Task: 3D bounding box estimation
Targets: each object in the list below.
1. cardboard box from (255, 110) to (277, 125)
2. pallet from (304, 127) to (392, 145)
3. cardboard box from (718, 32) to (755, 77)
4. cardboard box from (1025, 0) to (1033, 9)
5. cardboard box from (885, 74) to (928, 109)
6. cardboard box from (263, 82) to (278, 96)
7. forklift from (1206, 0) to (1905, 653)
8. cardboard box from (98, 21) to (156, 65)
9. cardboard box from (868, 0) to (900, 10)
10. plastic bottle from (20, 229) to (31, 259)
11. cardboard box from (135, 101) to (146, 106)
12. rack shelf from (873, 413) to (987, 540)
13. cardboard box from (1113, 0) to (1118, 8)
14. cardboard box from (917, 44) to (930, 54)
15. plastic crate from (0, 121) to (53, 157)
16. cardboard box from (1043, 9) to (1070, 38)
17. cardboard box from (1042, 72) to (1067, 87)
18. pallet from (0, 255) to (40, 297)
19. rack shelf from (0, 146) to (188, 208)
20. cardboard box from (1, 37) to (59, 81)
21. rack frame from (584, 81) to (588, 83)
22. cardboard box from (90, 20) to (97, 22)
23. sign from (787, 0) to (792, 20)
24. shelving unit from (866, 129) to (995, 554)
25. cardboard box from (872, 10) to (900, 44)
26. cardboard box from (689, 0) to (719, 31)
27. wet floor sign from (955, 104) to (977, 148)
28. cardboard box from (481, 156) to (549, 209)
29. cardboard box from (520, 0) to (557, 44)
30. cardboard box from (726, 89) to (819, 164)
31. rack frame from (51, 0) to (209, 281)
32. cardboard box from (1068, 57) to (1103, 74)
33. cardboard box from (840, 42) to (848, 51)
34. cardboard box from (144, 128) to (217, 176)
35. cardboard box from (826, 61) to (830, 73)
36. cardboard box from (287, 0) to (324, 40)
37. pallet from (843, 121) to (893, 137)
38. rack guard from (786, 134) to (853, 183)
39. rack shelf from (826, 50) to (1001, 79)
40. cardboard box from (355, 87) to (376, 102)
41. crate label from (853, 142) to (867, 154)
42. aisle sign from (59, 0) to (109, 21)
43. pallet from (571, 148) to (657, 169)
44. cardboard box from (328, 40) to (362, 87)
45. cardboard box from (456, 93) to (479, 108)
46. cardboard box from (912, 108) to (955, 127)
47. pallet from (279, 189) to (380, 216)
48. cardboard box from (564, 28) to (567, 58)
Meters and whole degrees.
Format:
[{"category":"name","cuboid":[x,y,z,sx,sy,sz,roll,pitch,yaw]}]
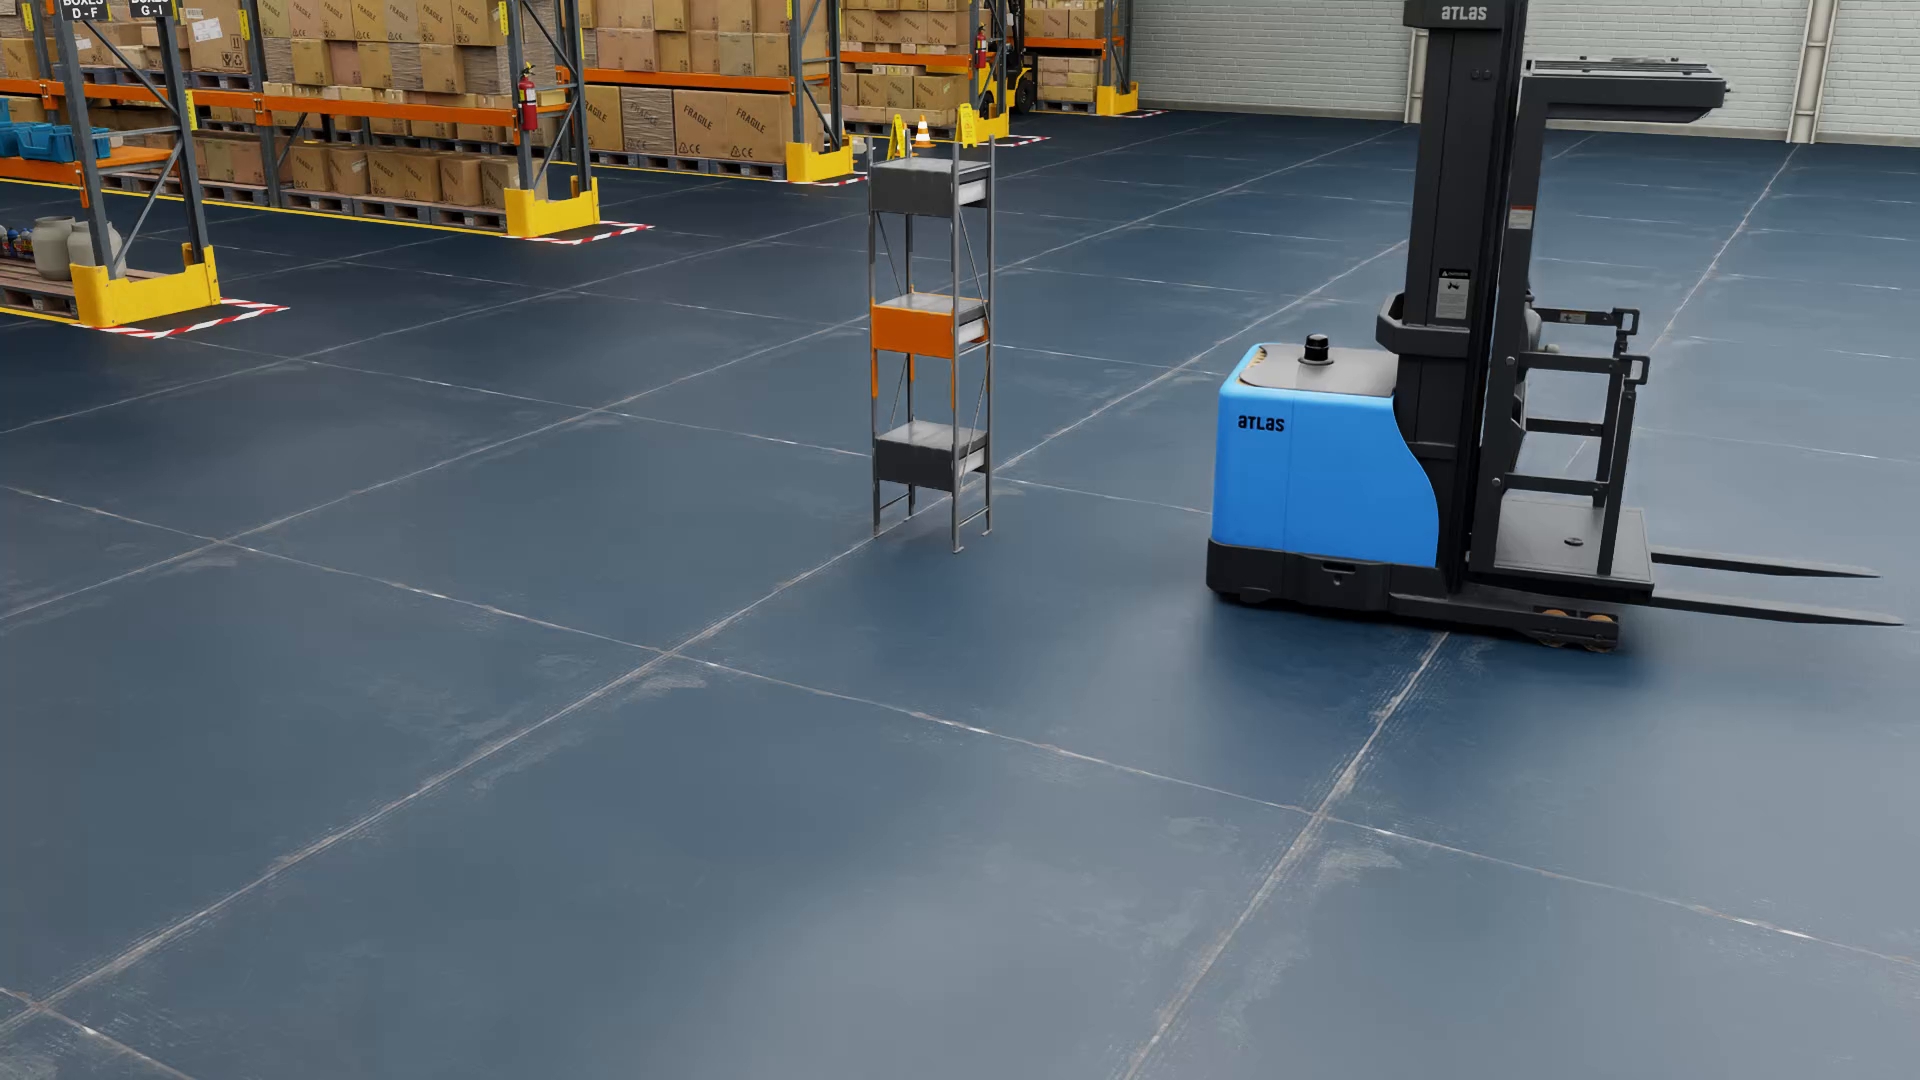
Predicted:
[{"category":"cardboard box","cuboid":[-10.922,-6.930,26.621,0.500,0.500,0.500,11,23,28]},{"category":"pallet","cuboid":[-9.553,-6.435,26.294,1.213,0.211,1.003,11,23,27]},{"category":"cardboard box","cuboid":[-2.725,-6.488,22.133,0.550,0.550,0.875,11,23,27]},{"category":"cardboard box","cuboid":[1.284,-9.786,30.345,0.250,0.149,0.380,11,23,28]},{"category":"cardboard box","cuboid":[-0.846,-7.174,26.560,0.500,0.500,0.500,12,23,29]},{"category":"cardboard box","cuboid":[-7.846,-5.247,19.299,0.250,0.149,0.380,11,23,27]},{"category":"forklift","cuboid":[2.767,-1.076,7.533,3.031,2.935,1.130,7,21,17]},{"category":"cardboard box","cuboid":[-10.352,-6.259,20.958,0.500,0.500,0.700,15,25,35]},{"category":"cardboard box","cuboid":[-1.048,-8.593,26.105,0.500,0.500,0.700,10,22,27]},{"category":"plastic bottle","cuboid":[-8.628,-2.743,15.383,0.097,0.271,0.097,0,20,0]},{"category":"cardboard box","cuboid":[-13.682,-7.423,28.059,0.250,0.149,0.380,11,23,29]},{"category":"rack shelf","cuboid":[-0.145,-0.344,8.826,0.480,0.518,0.431,11,23,27]},{"category":"cardboard box","cuboid":[2.686,-9.739,30.217,0.250,0.149,0.380,10,22,26]},{"category":"cardboard box","cuboid":[-0.481,-7.714,26.100,0.250,0.149,0.380,10,22,26]},{"category":"plastic crate","cuboid":[-7.957,-3.384,14.014,0.408,0.251,0.499,11,23,27]},{"category":"cardboard box","cuboid":[1.849,-9.393,30.215,0.500,0.500,0.500,12,23,29]},{"category":"cardboard box","cuboid":[1.846,-8.468,30.493,0.500,0.250,0.500,11,22,27]},{"category":"pallet","cuboid":[-8.667,-2.378,15.112,1.213,0.211,1.003,11,23,27]},{"category":"rack shelf","cuboid":[-8.556,-3.345,14.742,4.000,0.370,1.077,11,23,27]},{"category":"cardboard box","cuboid":[-11.931,-6.211,21.441,0.500,0.500,0.500,12,23,29]},{"category":"rack frame","cuboid":[-6.546,-9.106,29.568,0.127,3.000,1.000,11,23,27]},{"category":"cardboard box","cuboid":[-14.250,-8.726,27.939,0.500,0.500,0.500,10,22,26]},{"category":"sign","cuboid":[-2.165,-6.781,21.115,0.005,0.325,0.100,11,23,27]},{"category":"shelving unit","cuboid":[-0.145,-1.015,8.583,0.503,2.100,0.431,11,23,27]},{"category":"cardboard box","cuboid":[-1.040,-8.139,26.321,0.500,0.500,0.500,11,23,27]},{"category":"cardboard box","cuboid":[-3.141,-7.134,22.329,0.550,0.550,0.875,11,23,27]},{"category":"wet floor sign","cuboid":[0.082,-6.318,25.337,0.267,0.644,0.232,-16,26,-38]},{"category":"cardboard box","cuboid":[-4.932,-3.956,18.422,0.500,0.500,0.500,16,25,37]},{"category":"cardboard box","cuboid":[-4.742,-5.654,18.005,0.500,0.500,0.500,11,23,27]},{"category":"cardboard box","cuboid":[-2.512,-5.576,22.339,0.875,0.875,0.875,11,23,28]},{"category":"rack frame","cuboid":[-6.810,-3.350,13.703,0.127,3.000,1.000,11,23,27]},{"category":"cardboard box","cuboid":[2.301,-8.612,30.158,0.500,0.250,0.500,12,23,29]},{"category":"cardboard box","cuboid":[-1.823,-7.959,26.775,0.250,0.149,0.380,11,23,28]},{"category":"cardboard box","cuboid":[-9.796,-4.901,20.998,0.500,0.500,0.700,13,24,32]},{"category":"cardboard box","cuboid":[-2.141,-7.701,27.061,0.250,0.149,0.380,12,23,29]},{"category":"cardboard box","cuboid":[-7.181,-5.914,18.720,0.500,0.500,0.500,11,23,27]},{"category":"pallet","cuboid":[-1.381,-6.826,27.373,1.213,0.211,1.003,11,23,27]},{"category":"rack guard","cuboid":[-1.867,-5.106,22.207,0.348,0.500,1.175,11,23,27]},{"category":"rack shelf","cuboid":[-1.308,-7.770,26.940,4.000,0.370,1.077,11,23,27]},{"category":"cardboard box","cuboid":[-6.530,-5.001,18.622,0.250,0.149,0.380,11,23,27]},{"category":"crate label","cuboid":[-1.528,-5.842,24.770,0.298,0.136,0.250,0,20,-1]},{"category":"aisle sign","cuboid":[-6.892,-4.472,12.983,0.004,0.787,0.394,11,23,27]},{"category":"pallet","cuboid":[-4.754,-5.489,23.688,1.213,0.211,1.003,11,23,27]},{"category":"cardboard box","cuboid":[-6.619,-5.437,18.872,0.500,0.500,0.875,11,23,27]},{"category":"cardboard box","cuboid":[-5.206,-4.761,17.959,0.250,0.149,0.380,11,23,27]},{"category":"cardboard box","cuboid":[-0.420,-6.738,26.459,0.500,0.250,0.500,11,23,27]},{"category":"pallet","cuboid":[-7.283,-4.078,19.798,1.213,0.211,1.003,11,23,27]},{"category":"cardboard box","cuboid":[-5.708,-7.164,24.071,0.500,0.500,0.500,11,23,28]}]
